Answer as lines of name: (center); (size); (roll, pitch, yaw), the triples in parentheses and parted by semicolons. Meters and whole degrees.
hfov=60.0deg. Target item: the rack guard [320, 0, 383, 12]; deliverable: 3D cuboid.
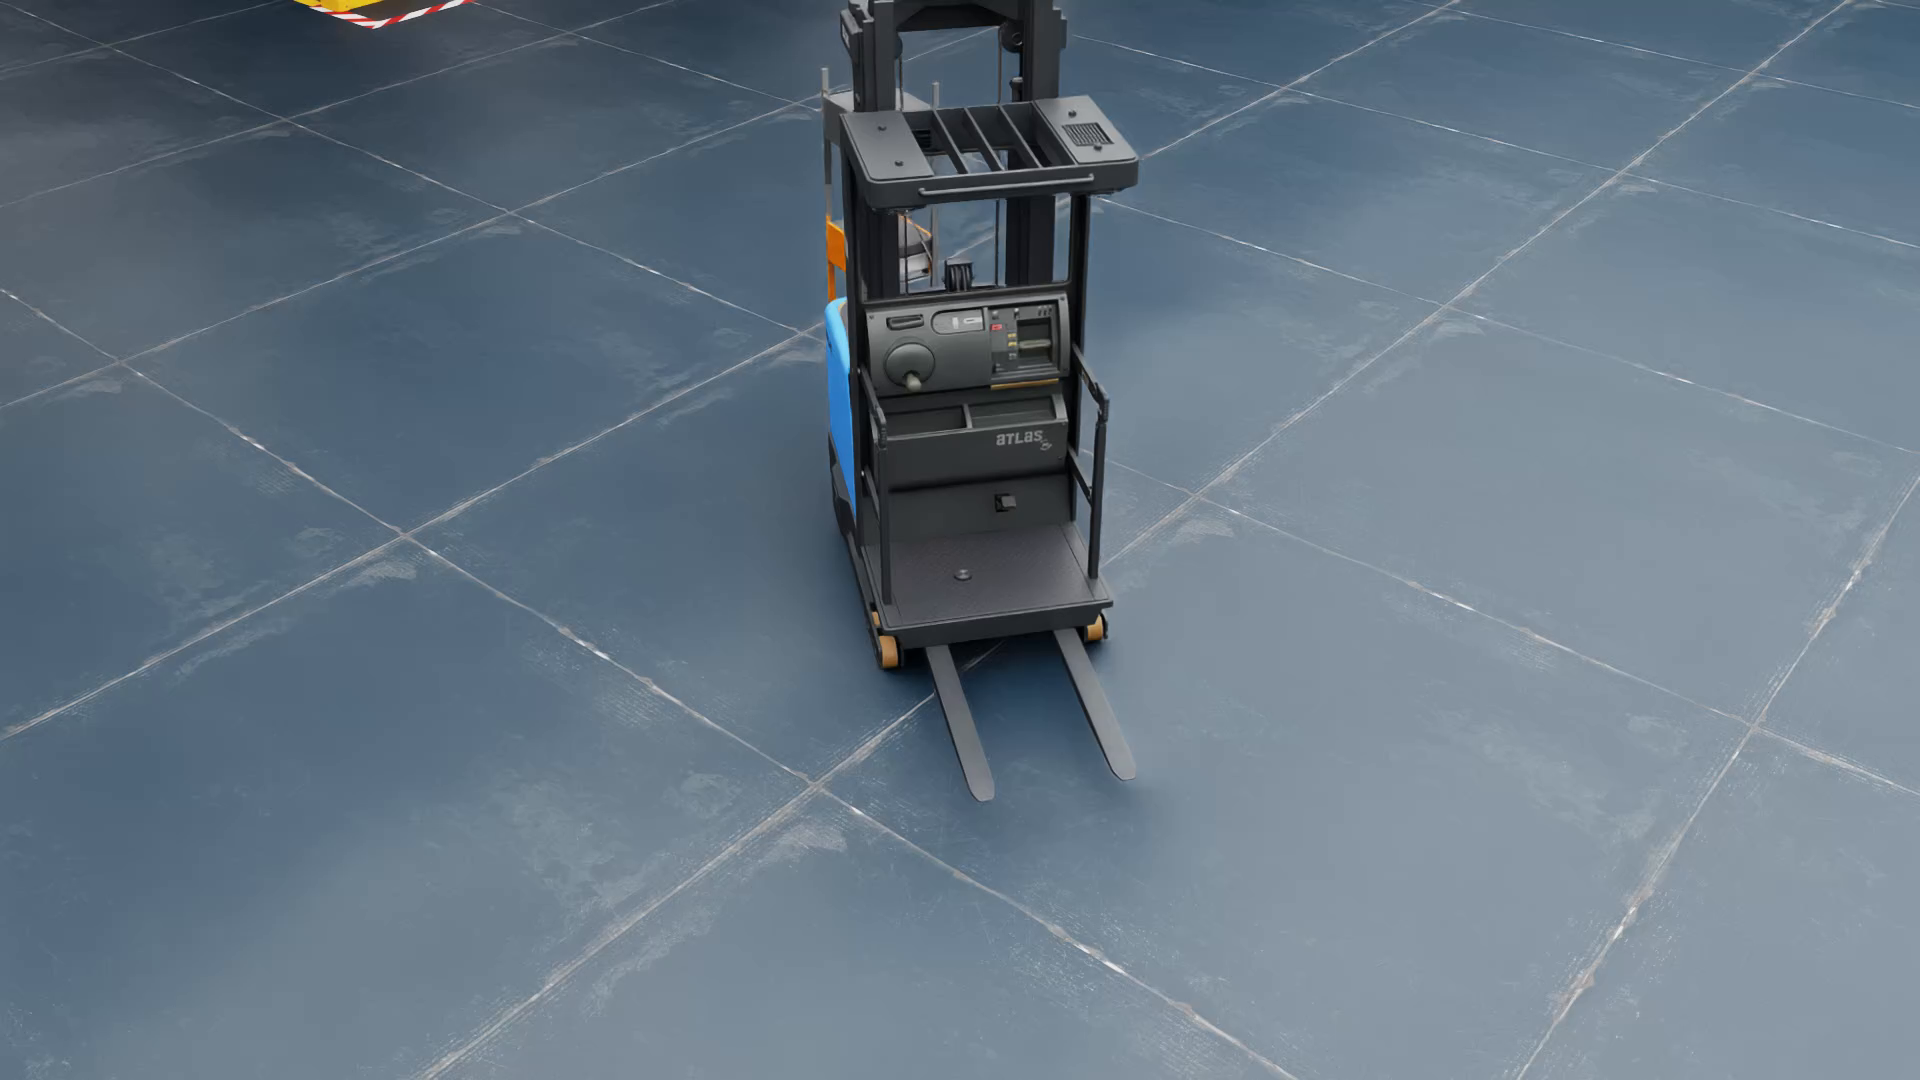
rack guard: (-5.830, -5.676, 16.573); (0.348, 0.500, 1.175); (25, 42, 32)

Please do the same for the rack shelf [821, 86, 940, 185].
rack shelf: (-0.416, -2.067, 8.685); (0.431, 0.518, 0.480); (-20, 39, -28)

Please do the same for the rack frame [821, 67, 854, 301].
rack frame: (-0.561, -1.613, 9.236); (0.400, 2.100, 0.015); (-20, 39, -28)

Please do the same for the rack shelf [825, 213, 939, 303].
rack shelf: (-0.426, -1.486, 9.076); (0.431, 0.518, 0.480); (-20, 39, -28)

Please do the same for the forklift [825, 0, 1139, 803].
forklift: (0.088, -0.831, 7.372); (1.130, 2.935, 3.031); (-7, 35, -10)

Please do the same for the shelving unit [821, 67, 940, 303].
shelving unit: (-0.426, -1.497, 9.068); (0.431, 2.100, 0.503); (-20, 39, -28)

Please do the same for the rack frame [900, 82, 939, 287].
rack frame: (-0.292, -1.382, 8.901); (0.400, 2.100, 0.015); (-20, 39, -28)
